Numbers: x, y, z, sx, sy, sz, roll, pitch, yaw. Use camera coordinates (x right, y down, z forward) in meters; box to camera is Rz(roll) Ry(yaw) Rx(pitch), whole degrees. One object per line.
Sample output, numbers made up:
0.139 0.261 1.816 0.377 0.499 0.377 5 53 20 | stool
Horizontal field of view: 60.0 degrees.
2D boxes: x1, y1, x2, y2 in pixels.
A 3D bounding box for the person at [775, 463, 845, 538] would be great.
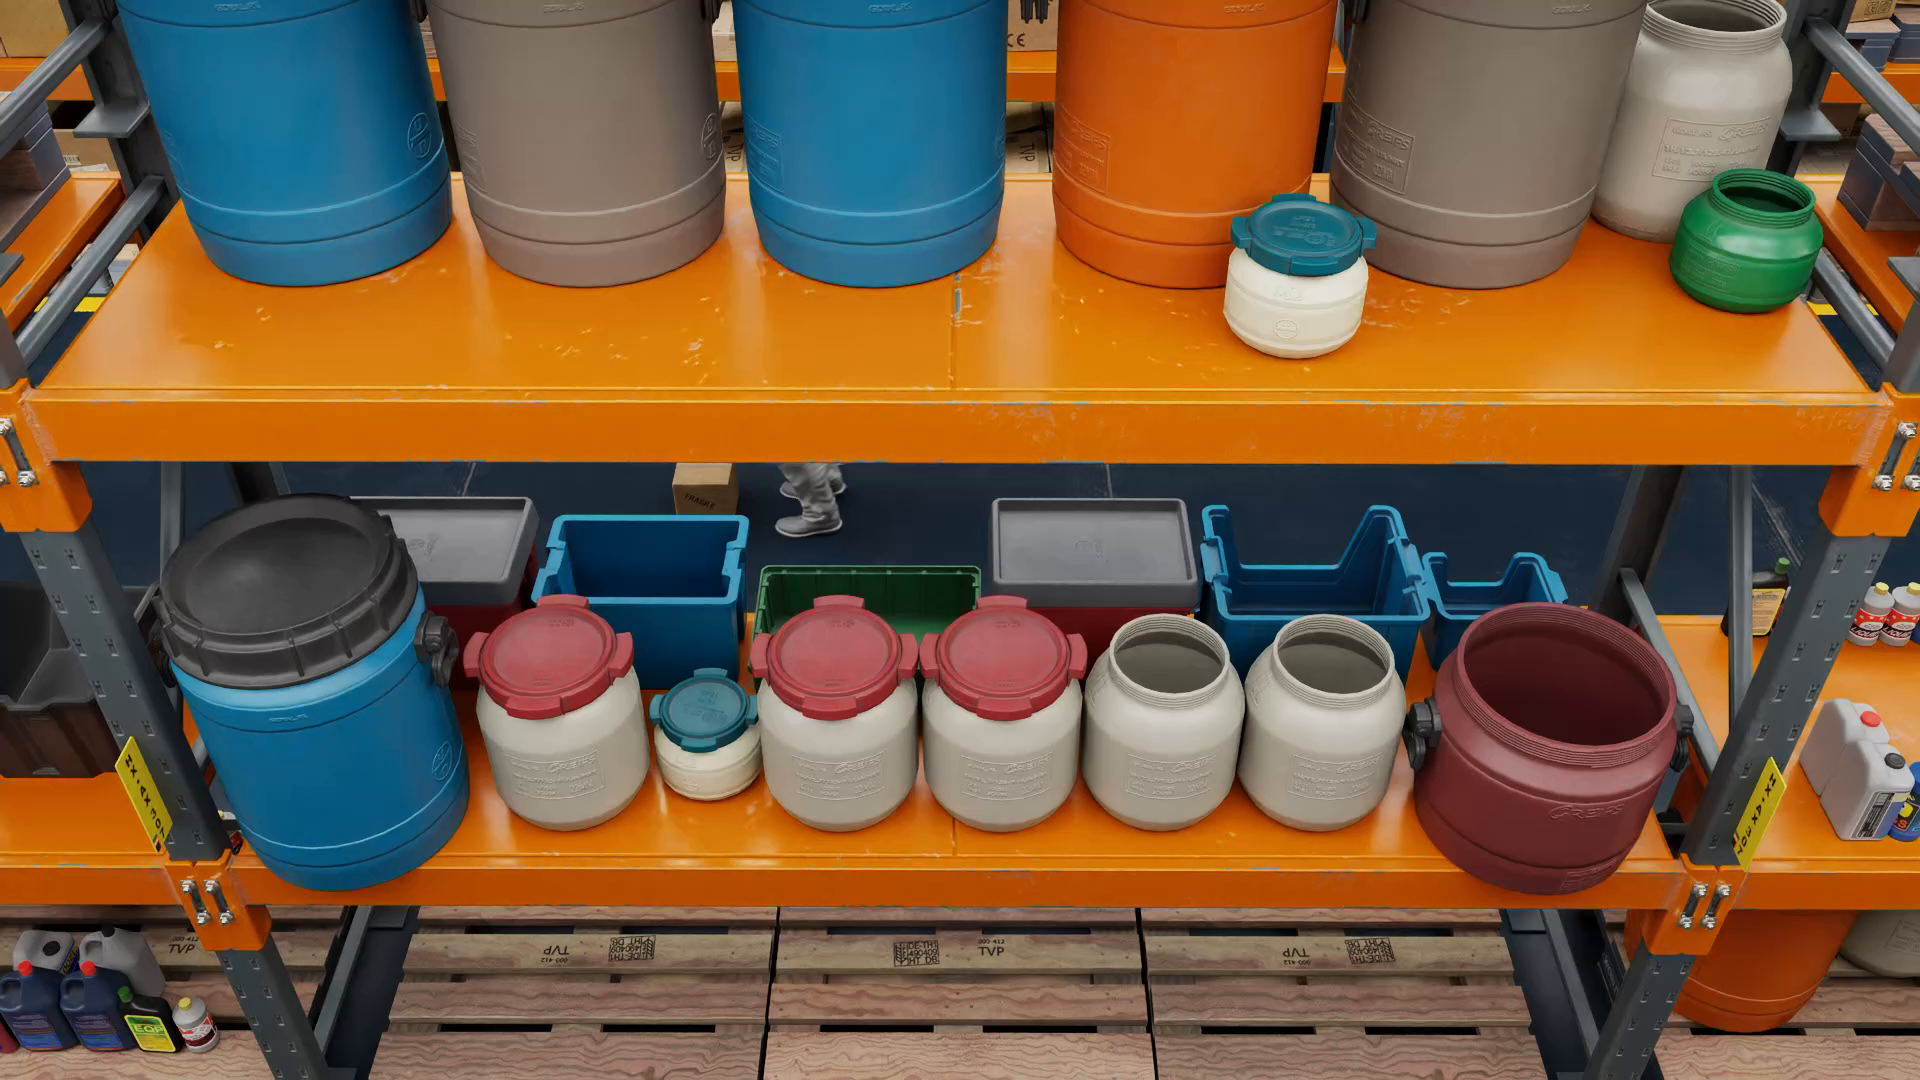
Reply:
-0.674 -0.743 7.072 0.429 1.643 0.483 1 40 1 | person
